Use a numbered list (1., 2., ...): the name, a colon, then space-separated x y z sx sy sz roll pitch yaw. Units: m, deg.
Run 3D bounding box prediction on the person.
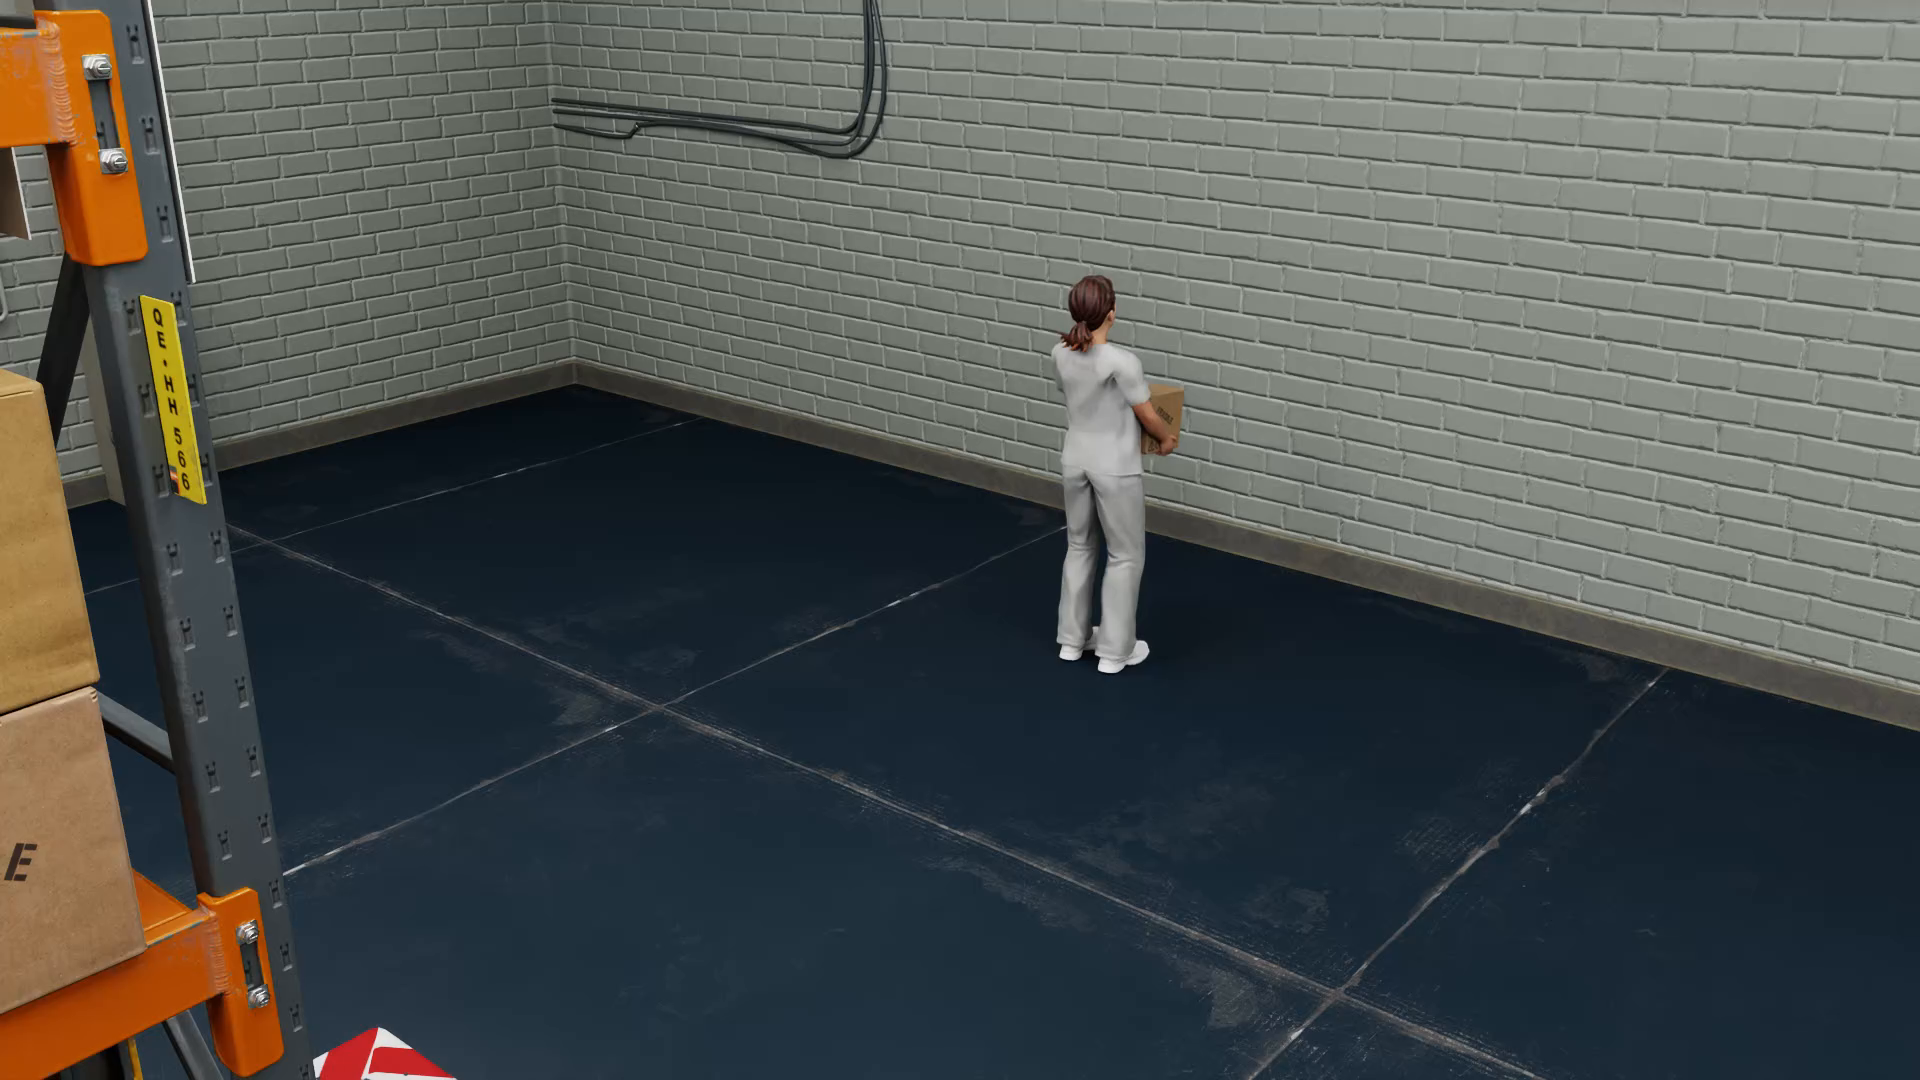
1. person: 0.620 -0.290 6.877 0.438 1.662 0.559 16 26 37
